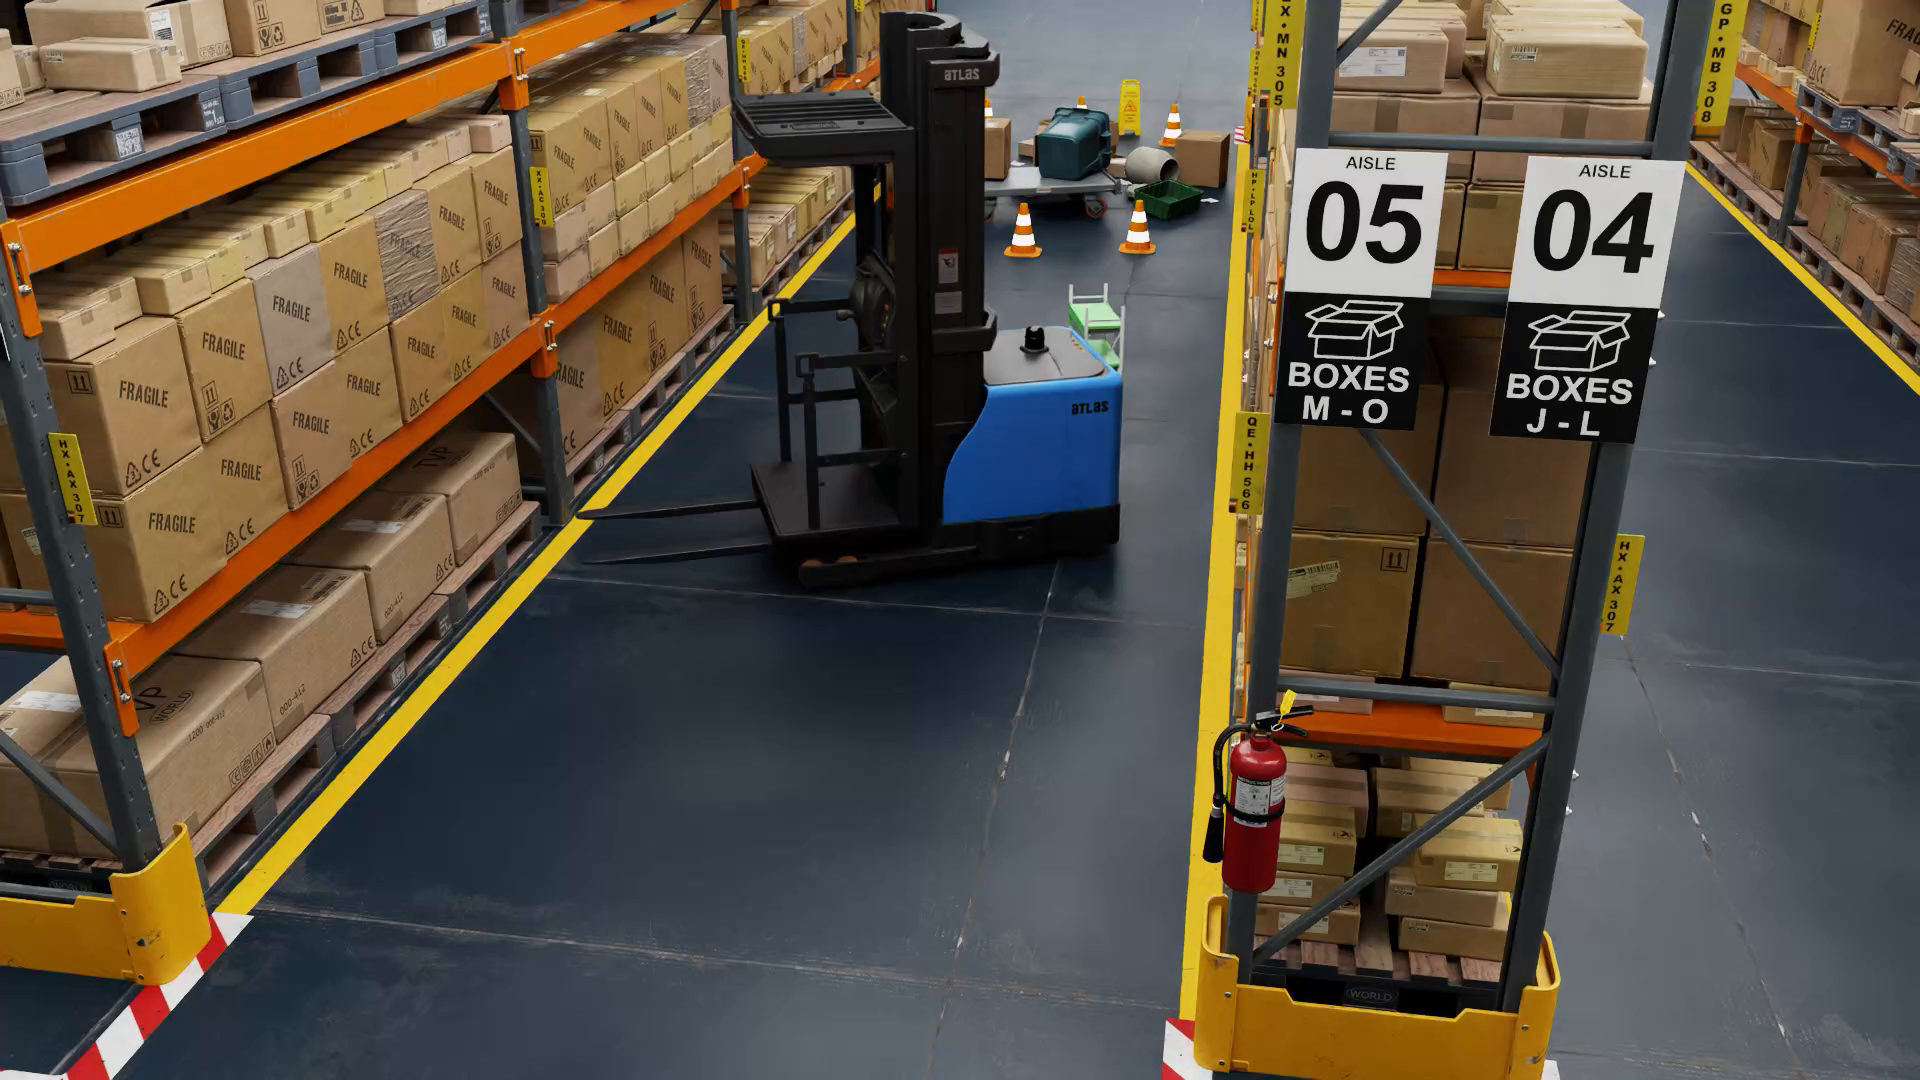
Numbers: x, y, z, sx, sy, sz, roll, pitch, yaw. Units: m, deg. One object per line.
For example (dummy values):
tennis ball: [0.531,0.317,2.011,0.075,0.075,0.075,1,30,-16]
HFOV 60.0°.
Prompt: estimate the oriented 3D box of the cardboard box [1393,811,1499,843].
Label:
cardboard box: [1.845,1.142,6.289,0.380,0.149,0.250,4,25,8]

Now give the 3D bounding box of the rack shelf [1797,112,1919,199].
rack shelf: [7.917,-2.983,13.434,1.077,0.370,4.000,4,25,9]

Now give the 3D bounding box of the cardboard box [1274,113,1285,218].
cardboard box: [1.296,-1.226,5.469,0.500,0.250,0.500,4,25,9]

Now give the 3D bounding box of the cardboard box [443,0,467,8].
cardboard box: [-2.629,-2.730,8.051,0.396,0.266,0.258,5,26,10]

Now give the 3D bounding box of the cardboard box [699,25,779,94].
cardboard box: [-1.807,-3.920,13.622,0.500,0.500,0.500,5,26,11]

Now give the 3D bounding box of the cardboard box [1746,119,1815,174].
cardboard box: [8.594,-4.104,17.432,0.500,0.500,0.500,6,26,13]

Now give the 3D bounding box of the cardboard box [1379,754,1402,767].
cardboard box: [1.880,0.794,6.682,0.380,0.149,0.250,3,25,6]

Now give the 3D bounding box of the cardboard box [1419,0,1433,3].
cardboard box: [1.386,-1.793,5.621,0.380,0.149,0.250,3,25,7]

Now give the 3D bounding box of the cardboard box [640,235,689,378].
cardboard box: [-2.531,-1.731,11.921,0.875,0.875,0.875,4,25,9]

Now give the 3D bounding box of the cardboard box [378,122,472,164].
cardboard box: [-2.727,-2.024,8.474,0.380,0.149,0.250,5,25,10]

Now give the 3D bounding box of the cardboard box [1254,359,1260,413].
cardboard box: [1.480,-0.534,6.884,0.500,0.500,0.500,5,26,11]

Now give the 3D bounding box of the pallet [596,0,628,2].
pallet: [-2.419,-3.691,10.782,1.003,0.211,1.213,5,26,11]

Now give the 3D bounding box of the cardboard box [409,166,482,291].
cardboard box: [-2.736,-1.556,8.239,0.500,0.500,0.500,4,25,8]

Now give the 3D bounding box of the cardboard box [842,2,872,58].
cardboard box: [-1.186,-5.177,16.803,0.500,0.500,0.500,4,25,8]

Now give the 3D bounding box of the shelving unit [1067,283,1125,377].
shelving unit: [0.830,-0.941,10.346,0.258,1.200,0.503,-3,25,-7]

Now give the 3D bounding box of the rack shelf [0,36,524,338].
rack shelf: [-3.167,-1.682,7.116,1.077,0.370,4.000,4,25,9]

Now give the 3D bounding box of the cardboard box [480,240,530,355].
cardboard box: [-2.664,-1.320,8.913,0.500,0.500,0.500,4,25,9]

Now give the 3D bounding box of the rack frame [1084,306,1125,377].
rack frame: [0.862,-0.839,10.127,0.240,1.200,0.015,-3,25,-7]

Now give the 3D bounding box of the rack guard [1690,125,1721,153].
rack guard: [8.885,-4.655,19.104,1.175,0.500,0.348,4,25,9]

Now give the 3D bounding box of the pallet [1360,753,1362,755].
pallet: [1.788,0.873,7.637,1.003,0.211,1.213,4,25,9]

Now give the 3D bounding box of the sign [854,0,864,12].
sign: [-0.985,-5.320,16.211,0.100,0.325,0.005,4,25,9]

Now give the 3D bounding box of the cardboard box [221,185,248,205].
cardboard box: [-3.415,-1.528,7.414,0.380,0.149,0.250,4,25,9]

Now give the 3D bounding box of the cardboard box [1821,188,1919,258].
cardboard box: [8.026,-2.759,14.536,0.700,0.500,0.500,4,25,8]

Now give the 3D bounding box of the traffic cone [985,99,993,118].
traffic cone: [0.323,-5.087,20.072,0.336,0.463,0.334,4,25,9]

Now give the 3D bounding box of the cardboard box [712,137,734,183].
cardboard box: [-2.013,-2.862,12.502,0.500,0.250,0.500,3,25,7]

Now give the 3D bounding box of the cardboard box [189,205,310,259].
cardboard box: [-2.936,-1.276,6.875,0.380,0.149,0.250,4,25,9]

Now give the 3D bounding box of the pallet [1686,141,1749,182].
pallet: [8.718,-4.186,18.445,1.003,0.211,1.213,4,25,9]

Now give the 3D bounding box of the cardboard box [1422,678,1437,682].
cardboard box: [1.783,0.379,5.698,0.380,0.149,0.250,5,26,10]

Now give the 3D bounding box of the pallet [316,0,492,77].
pallet: [-2.984,-2.463,8.040,1.003,0.211,1.213,4,25,9]

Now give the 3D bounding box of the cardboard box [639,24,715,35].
cardboard box: [-2.313,-3.956,13.698,0.500,0.500,0.500,4,25,8]

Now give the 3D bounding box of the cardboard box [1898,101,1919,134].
cardboard box: [7.596,-3.318,12.963,0.396,0.266,0.258,3,25,7]

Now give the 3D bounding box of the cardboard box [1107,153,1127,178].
cardboard box: [1.831,-4.140,18.281,0.396,0.266,0.258,8,26,18]

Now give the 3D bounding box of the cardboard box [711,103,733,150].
cardboard box: [-2.015,-3.097,12.416,0.500,0.250,0.500,4,25,8]

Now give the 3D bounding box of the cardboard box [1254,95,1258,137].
cardboard box: [2.687,-3.528,13.632,0.500,0.500,0.500,4,25,8]

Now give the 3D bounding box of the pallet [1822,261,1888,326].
pallet: [7.921,-2.045,13.870,1.003,0.211,1.213,4,25,9]

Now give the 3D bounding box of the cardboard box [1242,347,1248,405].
cardboard box: [2.104,-0.999,10.800,0.500,0.500,0.500,3,25,7]

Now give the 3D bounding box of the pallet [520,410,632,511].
pallet: [-2.789,-0.551,10.679,1.003,0.211,1.213,4,25,9]

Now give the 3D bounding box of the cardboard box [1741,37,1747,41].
cardboard box: [8.480,-5.289,17.808,0.380,0.149,0.250,4,25,9]

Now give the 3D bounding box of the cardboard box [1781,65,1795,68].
cardboard box: [8.241,-4.554,16.237,0.380,0.149,0.250,4,25,9]

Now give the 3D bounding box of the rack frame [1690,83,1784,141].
rack frame: [8.898,-5.818,18.642,1.000,3.000,0.127,4,25,9]

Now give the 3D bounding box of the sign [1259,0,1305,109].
sign: [0.862,-1.319,4.447,0.100,0.325,0.005,4,25,9]

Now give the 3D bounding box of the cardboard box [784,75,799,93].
cardboard box: [-1.638,-4.031,14.625,0.380,0.149,0.250,5,26,10]

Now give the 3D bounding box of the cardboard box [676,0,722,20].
cardboard box: [-2.197,-4.527,14.154,0.380,0.149,0.250,3,25,6]

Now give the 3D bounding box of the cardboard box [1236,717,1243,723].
cardboard box: [1.366,0.778,7.066,0.380,0.149,0.250,4,25,9]

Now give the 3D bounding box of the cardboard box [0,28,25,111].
cardboard box: [-3.509,-1.534,5.514,0.500,0.250,0.500,2,25,4]

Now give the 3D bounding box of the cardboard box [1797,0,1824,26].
cardboard box: [8.046,-4.986,15.215,0.500,0.500,0.500,4,25,9]

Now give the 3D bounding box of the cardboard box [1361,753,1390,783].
cardboard box: [1.901,0.959,7.030,0.380,0.149,0.250,4,25,9]

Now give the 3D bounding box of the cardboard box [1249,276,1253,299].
cardboard box: [2.186,-1.566,11.127,0.500,0.250,0.500,4,25,9]

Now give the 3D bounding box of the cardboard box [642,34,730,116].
cardboard box: [-2.013,-3.423,12.227,0.500,0.500,0.500,3,25,7]

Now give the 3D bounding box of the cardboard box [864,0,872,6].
cardboard box: [-1.247,-5.634,16.600,0.700,0.500,0.500,4,25,8]

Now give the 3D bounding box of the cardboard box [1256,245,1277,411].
cardboard box: [1.394,-0.784,6.238,0.500,0.500,0.500,5,26,11]

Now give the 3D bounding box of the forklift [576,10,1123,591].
forklift: [-0.657,-1.297,9.063,3.031,2.935,1.130,-6,26,-13]

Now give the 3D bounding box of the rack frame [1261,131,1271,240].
rack frame: [2.060,-1.185,8.744,1.000,3.000,0.127,4,25,9]

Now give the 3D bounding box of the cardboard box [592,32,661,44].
cardboard box: [-2.508,-3.468,12.323,0.500,0.500,0.500,3,25,7]

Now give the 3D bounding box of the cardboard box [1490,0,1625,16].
cardboard box: [1.900,-1.645,5.305,0.380,0.149,0.250,4,25,9]
